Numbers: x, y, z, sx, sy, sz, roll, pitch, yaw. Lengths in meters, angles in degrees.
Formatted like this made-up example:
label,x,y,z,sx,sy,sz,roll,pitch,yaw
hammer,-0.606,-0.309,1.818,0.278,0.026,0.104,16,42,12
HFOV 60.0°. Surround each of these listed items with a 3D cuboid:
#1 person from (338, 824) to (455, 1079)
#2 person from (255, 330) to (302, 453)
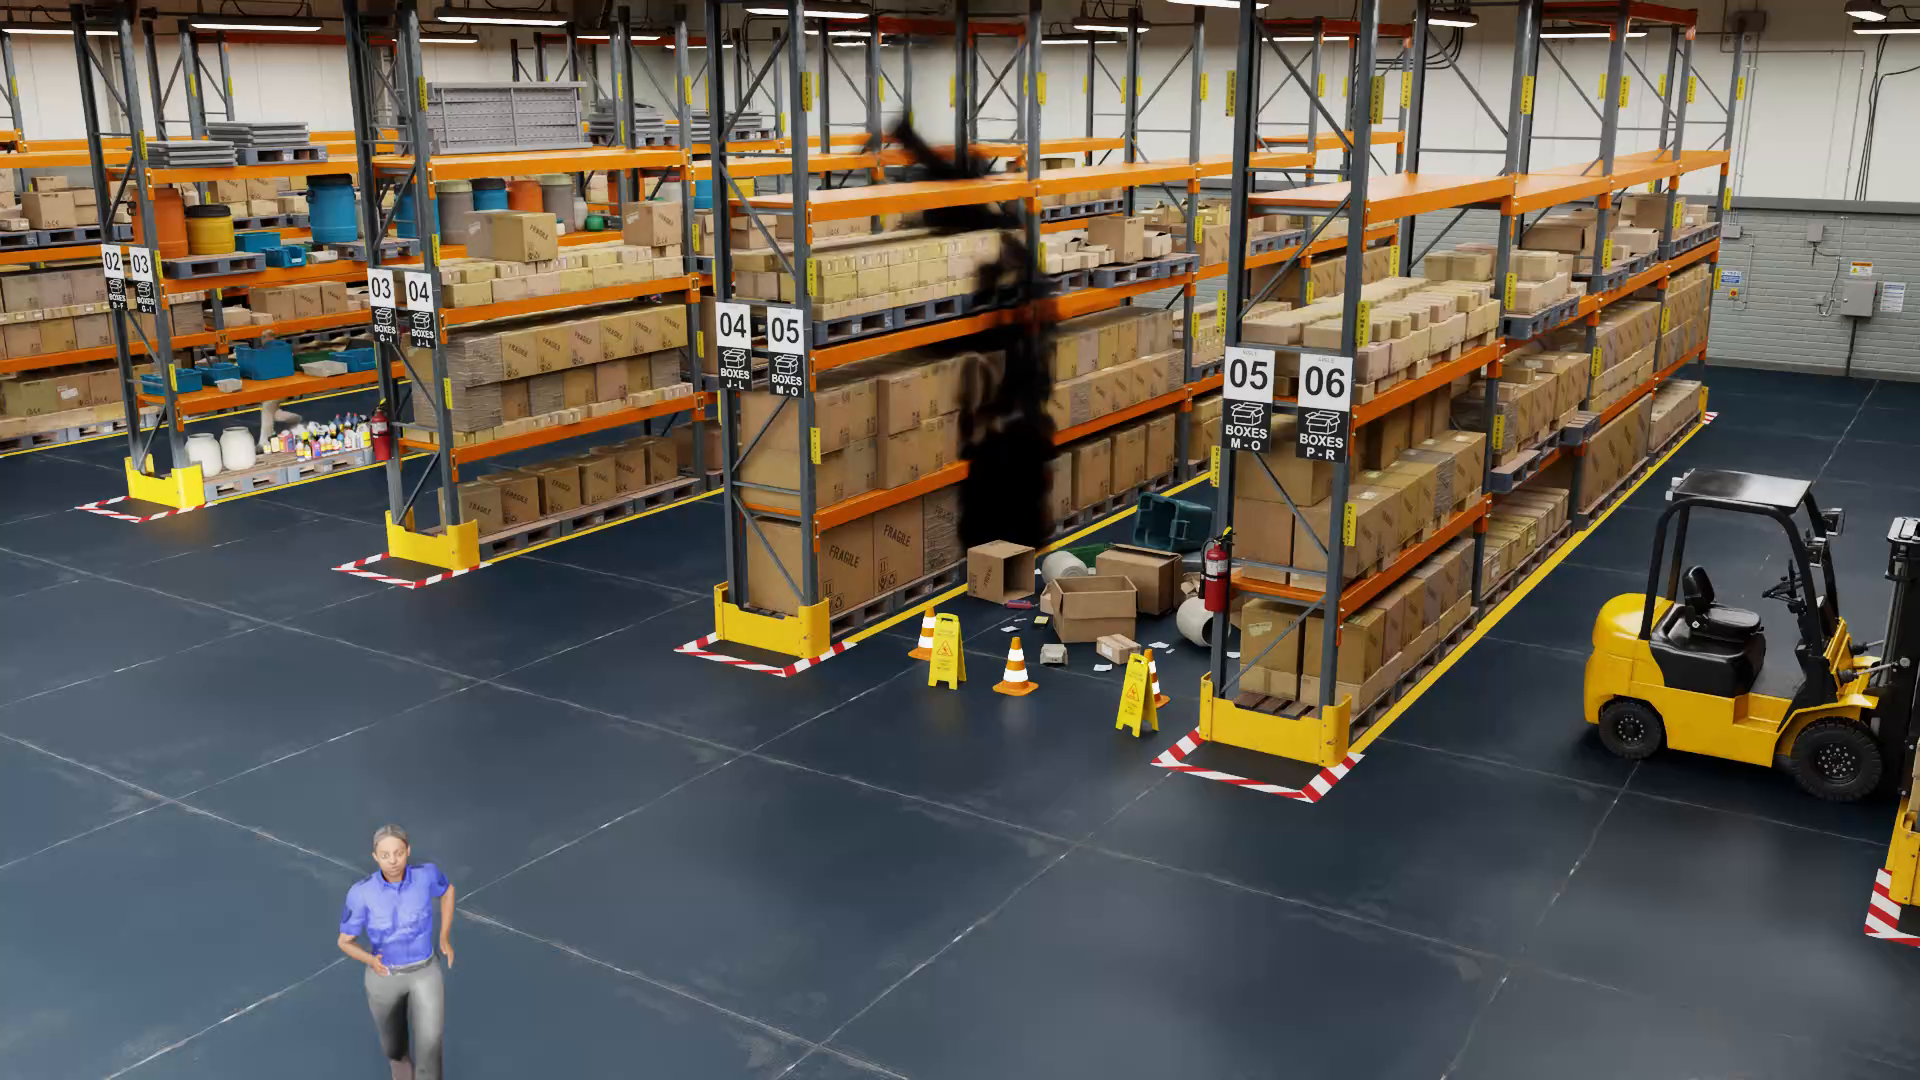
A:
label,x,y,z,sx,sy,sz,roll,pitch,yaw
person,-2.753,2.187,8.244,0.579,1.645,0.923,-7,17,-22
person,-9.837,-2.158,23.795,0.678,1.693,0.992,10,18,31
